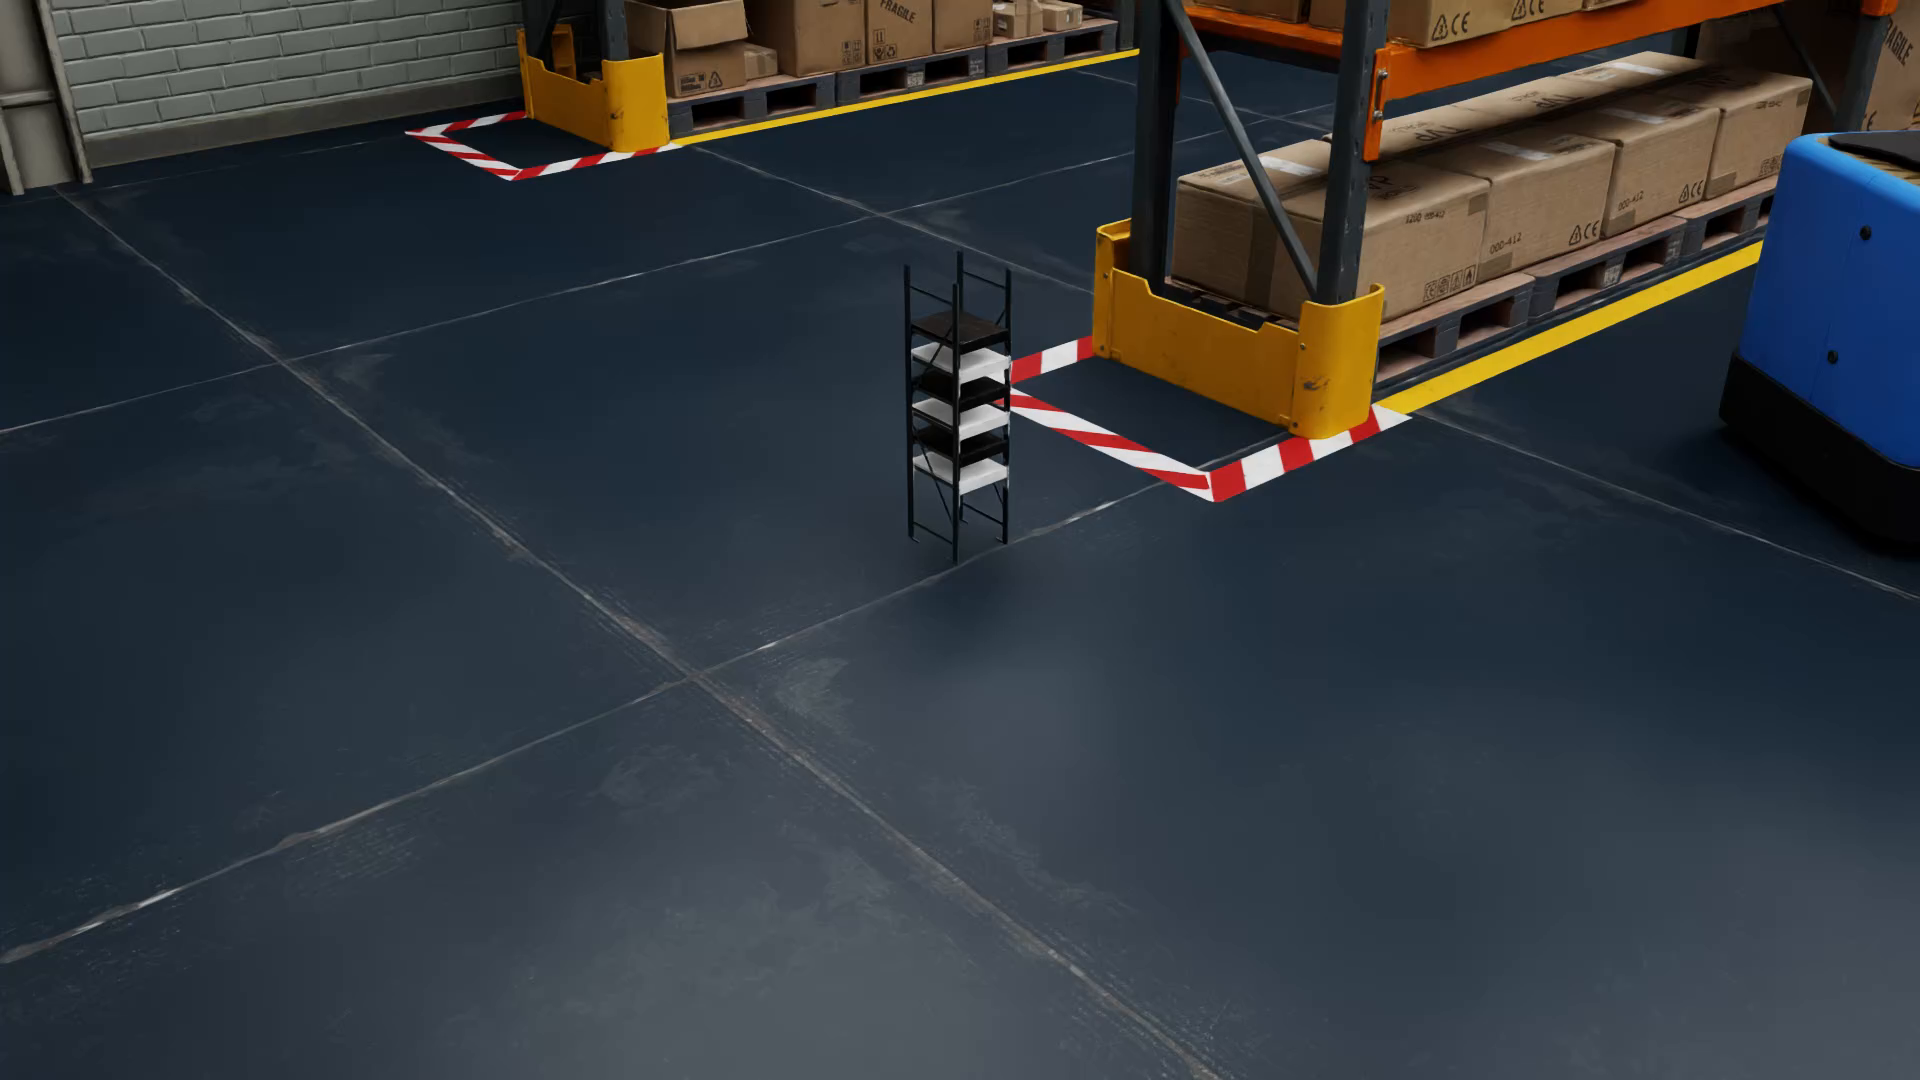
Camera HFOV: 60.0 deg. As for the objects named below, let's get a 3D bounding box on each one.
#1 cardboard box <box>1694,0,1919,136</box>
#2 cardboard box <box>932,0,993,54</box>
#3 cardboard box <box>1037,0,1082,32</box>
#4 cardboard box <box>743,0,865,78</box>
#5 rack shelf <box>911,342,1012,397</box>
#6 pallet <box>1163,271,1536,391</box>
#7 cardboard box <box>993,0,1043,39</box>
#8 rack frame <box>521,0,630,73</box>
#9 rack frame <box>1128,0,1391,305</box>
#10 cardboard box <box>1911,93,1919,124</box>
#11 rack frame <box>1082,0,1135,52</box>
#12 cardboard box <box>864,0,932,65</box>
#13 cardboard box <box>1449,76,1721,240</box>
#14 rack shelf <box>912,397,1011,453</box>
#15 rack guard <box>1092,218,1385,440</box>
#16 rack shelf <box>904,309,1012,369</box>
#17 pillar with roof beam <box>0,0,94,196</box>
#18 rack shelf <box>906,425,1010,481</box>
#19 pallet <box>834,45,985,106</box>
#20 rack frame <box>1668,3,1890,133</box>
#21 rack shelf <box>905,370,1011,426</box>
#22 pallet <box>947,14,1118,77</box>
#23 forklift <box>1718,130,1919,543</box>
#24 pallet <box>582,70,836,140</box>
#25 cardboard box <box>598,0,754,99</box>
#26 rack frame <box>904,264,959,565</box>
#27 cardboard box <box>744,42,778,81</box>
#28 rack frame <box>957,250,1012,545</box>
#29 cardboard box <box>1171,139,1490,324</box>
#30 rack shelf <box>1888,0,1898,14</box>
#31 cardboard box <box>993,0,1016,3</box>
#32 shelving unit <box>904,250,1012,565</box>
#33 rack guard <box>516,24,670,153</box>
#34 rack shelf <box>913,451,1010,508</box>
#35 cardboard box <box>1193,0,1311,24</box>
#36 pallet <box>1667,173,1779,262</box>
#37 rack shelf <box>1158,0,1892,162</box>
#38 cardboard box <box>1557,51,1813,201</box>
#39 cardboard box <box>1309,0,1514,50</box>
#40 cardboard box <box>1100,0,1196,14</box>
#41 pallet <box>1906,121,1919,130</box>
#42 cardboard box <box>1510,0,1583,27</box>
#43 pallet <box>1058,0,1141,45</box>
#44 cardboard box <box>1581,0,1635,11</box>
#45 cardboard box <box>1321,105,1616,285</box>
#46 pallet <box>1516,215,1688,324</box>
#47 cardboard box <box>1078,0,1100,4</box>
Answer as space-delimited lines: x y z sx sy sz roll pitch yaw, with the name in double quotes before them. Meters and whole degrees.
"cardboard box" 4.493 -2.625 8.788 0.875 0.875 0.875 -21 34 -33
"cardboard box" -0.202 -3.514 10.850 0.500 0.500 0.700 -23 36 -37
"cardboard box" 0.615 -3.589 11.363 0.250 0.149 0.380 -23 36 -36
"cardboard box" -0.992 -3.197 10.256 0.500 0.500 0.700 -20 34 -33
"rack shelf" -0.006 -0.524 4.964 0.200 0.077 0.258 -22 35 -35
"pallet" 1.587 -0.977 6.855 1.213 0.211 1.003 -22 35 -35
"cardboard box" 0.344 -3.531 11.131 0.258 0.266 0.396 -20 34 -33
"rack frame" -2.194 -3.713 9.016 0.127 3.000 1.000 -22 35 -35
"rack frame" 1.030 -1.935 5.688 0.127 3.000 1.000 -22 35 -35
"cardboard box" 5.175 -2.904 9.310 0.875 0.875 0.875 -21 34 -34
"rack frame" 0.848 -4.937 11.306 0.127 3.000 1.000 -22 35 -35
"cardboard box" -0.525 -3.323 10.491 0.500 0.500 0.500 -21 35 -34
"cardboard box" 2.845 -1.786 7.682 0.875 0.438 0.875 -23 36 -36
"rack shelf" -0.006 -0.365 5.049 0.200 0.077 0.258 -22 35 -35
"rack guard" 1.012 -0.825 6.263 0.348 0.500 1.175 -22 35 -35
"rack shelf" -0.006 -0.603 4.922 0.200 0.077 0.258 -22 35 -35
"pillar with roof beam" -2.037 -4.314 3.775 0.400 9.000 9.100 -22 35 -35
"rack shelf" -0.006 -0.286 5.091 0.200 0.077 0.258 -22 35 -35
"pallet" -0.603 -3.122 10.869 1.213 0.211 1.003 -22 35 -35
"rack frame" 4.073 -3.158 7.978 0.127 3.000 1.000 -22 35 -35
"rack shelf" -0.006 -0.444 5.007 0.200 0.077 0.258 -22 35 -35
"pallet" 0.325 -3.497 11.571 1.213 0.211 1.003 -22 35 -35
"forklift" 4.257 -1.551 5.043 3.031 2.935 1.130 -3 28 -6
"pallet" -1.531 -2.751 10.174 1.213 0.211 1.003 -22 35 -35
"cardboard box" -1.668 -2.951 9.792 0.637 0.503 0.797 -24 36 -37
"rack frame" -0.084 -0.363 4.975 0.006 0.900 0.240 -22 35 -35
"cardboard box" -1.319 -2.910 10.093 0.250 0.149 0.380 -24 36 -37
"rack frame" 0.071 -0.426 5.091 0.006 0.900 0.240 -22 35 -35
"cardboard box" 1.467 -1.228 6.638 0.875 0.438 0.875 -23 36 -37
"rack shelf" 5.594 -3.453 9.292 4.000 0.370 1.077 -22 35 -35
"cardboard box" 0.192 -3.819 11.621 0.500 0.311 0.500 -20 34 -33
"shelving unit" -0.006 -0.394 5.033 0.210 0.900 0.258 -22 35 -35
"rack guard" -2.137 -2.634 9.649 0.348 0.500 1.175 -22 35 -35
"rack shelf" -0.006 -0.206 5.134 0.200 0.077 0.258 -22 35 -35
"cardboard box" 1.225 -2.221 6.118 0.500 0.500 0.500 -22 35 -35
"pallet" 3.444 -1.724 8.252 1.213 0.211 1.003 -22 35 -35
"rack shelf" 2.551 -2.229 7.002 4.000 0.370 1.077 -22 35 -35
"cardboard box" 3.526 -2.060 8.195 0.875 0.438 0.875 -22 35 -36
"cardboard box" 1.581 -2.023 5.746 0.500 0.500 0.500 -22 35 -35
"cardboard box" 1.363 -4.087 11.922 0.500 0.500 0.500 -20 34 -33
"pallet" 4.611 -2.192 9.127 1.213 0.211 1.003 -22 35 -35
"cardboard box" 1.948 -2.187 6.055 0.500 0.500 0.500 -22 35 -36
"pallet" 1.443 -3.969 12.454 1.213 0.211 1.003 -22 35 -35
"cardboard box" 2.347 -2.337 6.334 0.500 0.500 0.500 -22 35 -35
"cardboard box" 2.158 -1.511 7.167 0.875 0.438 0.875 -21 34 -34
"pallet" 2.515 -1.349 7.550 1.213 0.211 1.003 -22 35 -35
"cardboard box" 1.030 -4.276 12.275 0.500 0.500 0.500 -22 35 -35
